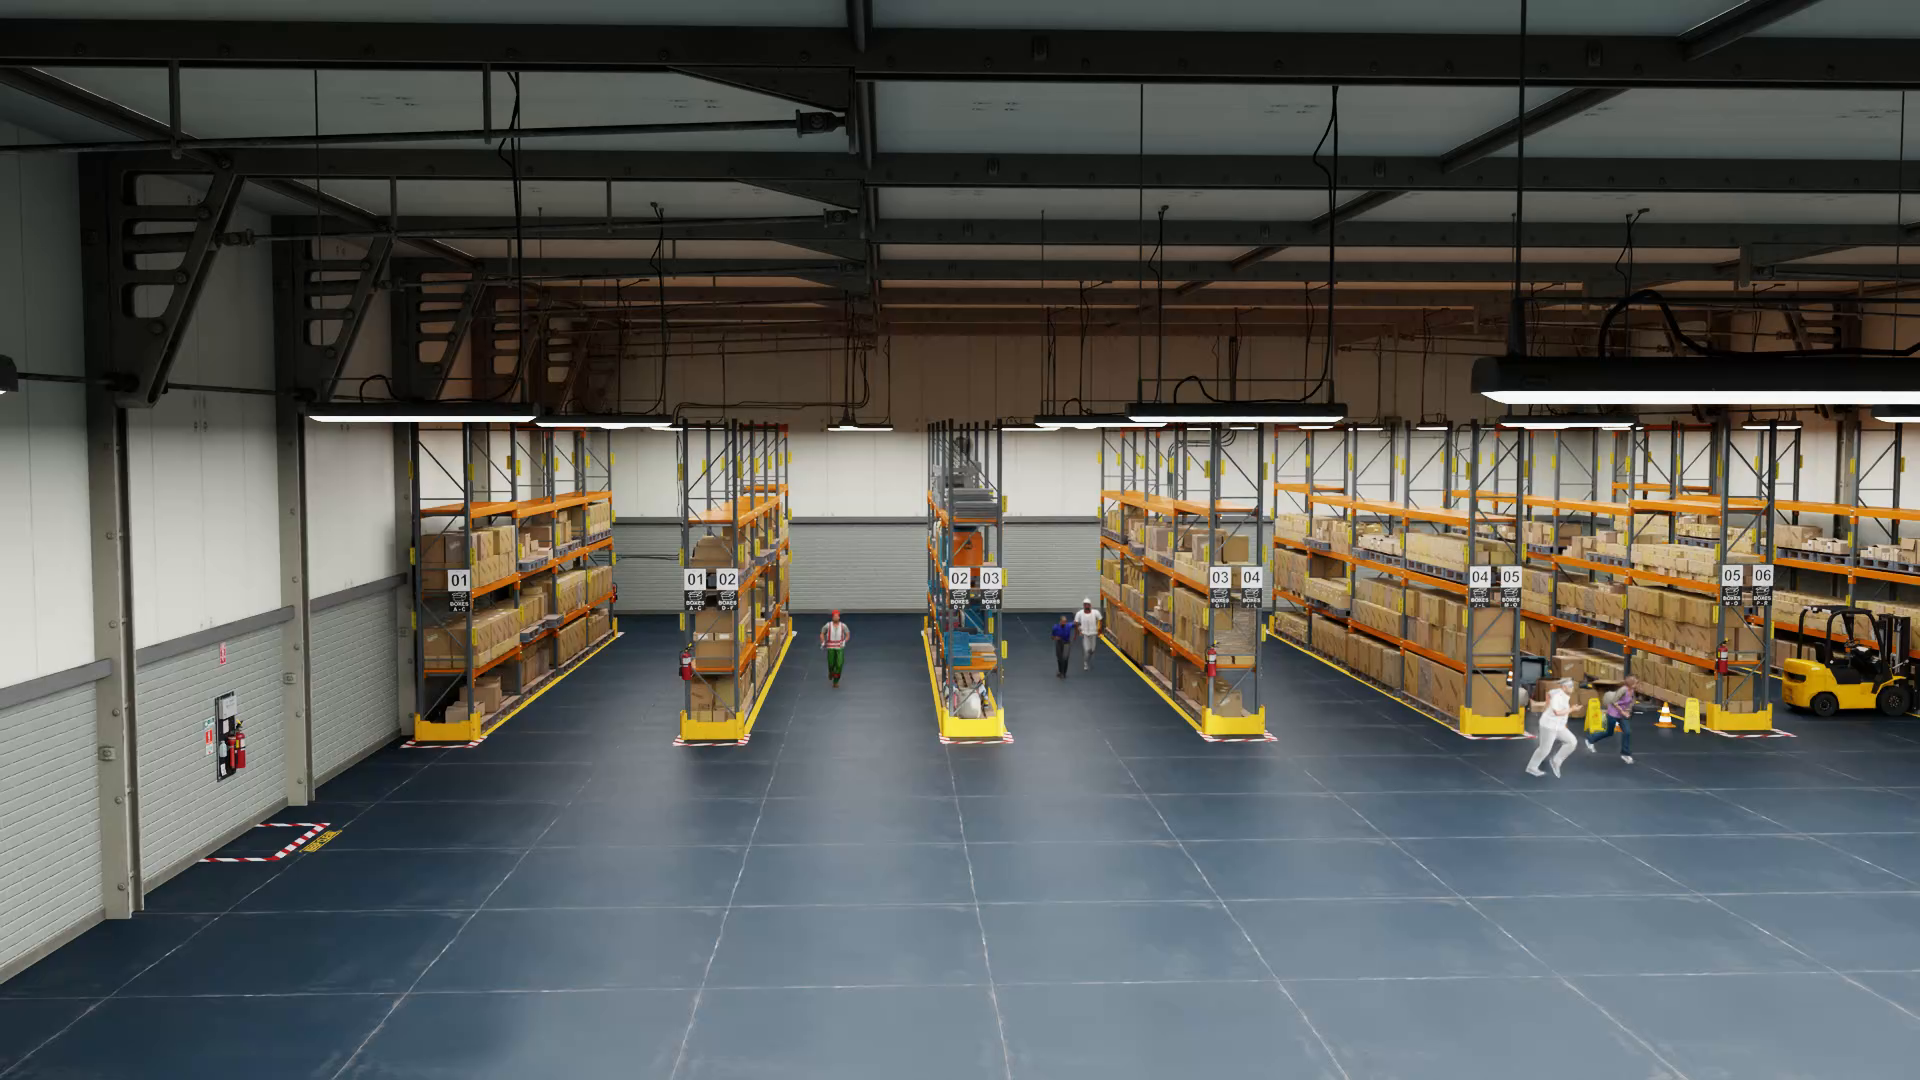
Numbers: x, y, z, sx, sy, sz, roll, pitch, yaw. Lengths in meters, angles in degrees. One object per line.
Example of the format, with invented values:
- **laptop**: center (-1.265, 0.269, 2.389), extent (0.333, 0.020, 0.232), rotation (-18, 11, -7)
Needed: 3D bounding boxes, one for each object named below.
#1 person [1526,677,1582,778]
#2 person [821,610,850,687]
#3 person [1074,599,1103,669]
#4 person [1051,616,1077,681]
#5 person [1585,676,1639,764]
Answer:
- **person**: center (9.838, 3.093, 27.495), extent (0.907, 1.718, 0.641), rotation (3, 5, 39)
- **person**: center (-2.811, 2.454, 37.584), extent (0.661, 1.736, 0.596), rotation (-1, 4, -9)
- **person**: center (3.124, 2.279, 40.423), extent (0.714, 1.730, 0.661), rotation (0, 4, 4)
- **person**: center (2.424, 2.508, 38.664), extent (0.611, 1.546, 0.947), rotation (0, 4, 2)
- **person**: center (11.423, 3.113, 29.157), extent (0.916, 1.547, 0.572), rotation (3, 5, 43)
